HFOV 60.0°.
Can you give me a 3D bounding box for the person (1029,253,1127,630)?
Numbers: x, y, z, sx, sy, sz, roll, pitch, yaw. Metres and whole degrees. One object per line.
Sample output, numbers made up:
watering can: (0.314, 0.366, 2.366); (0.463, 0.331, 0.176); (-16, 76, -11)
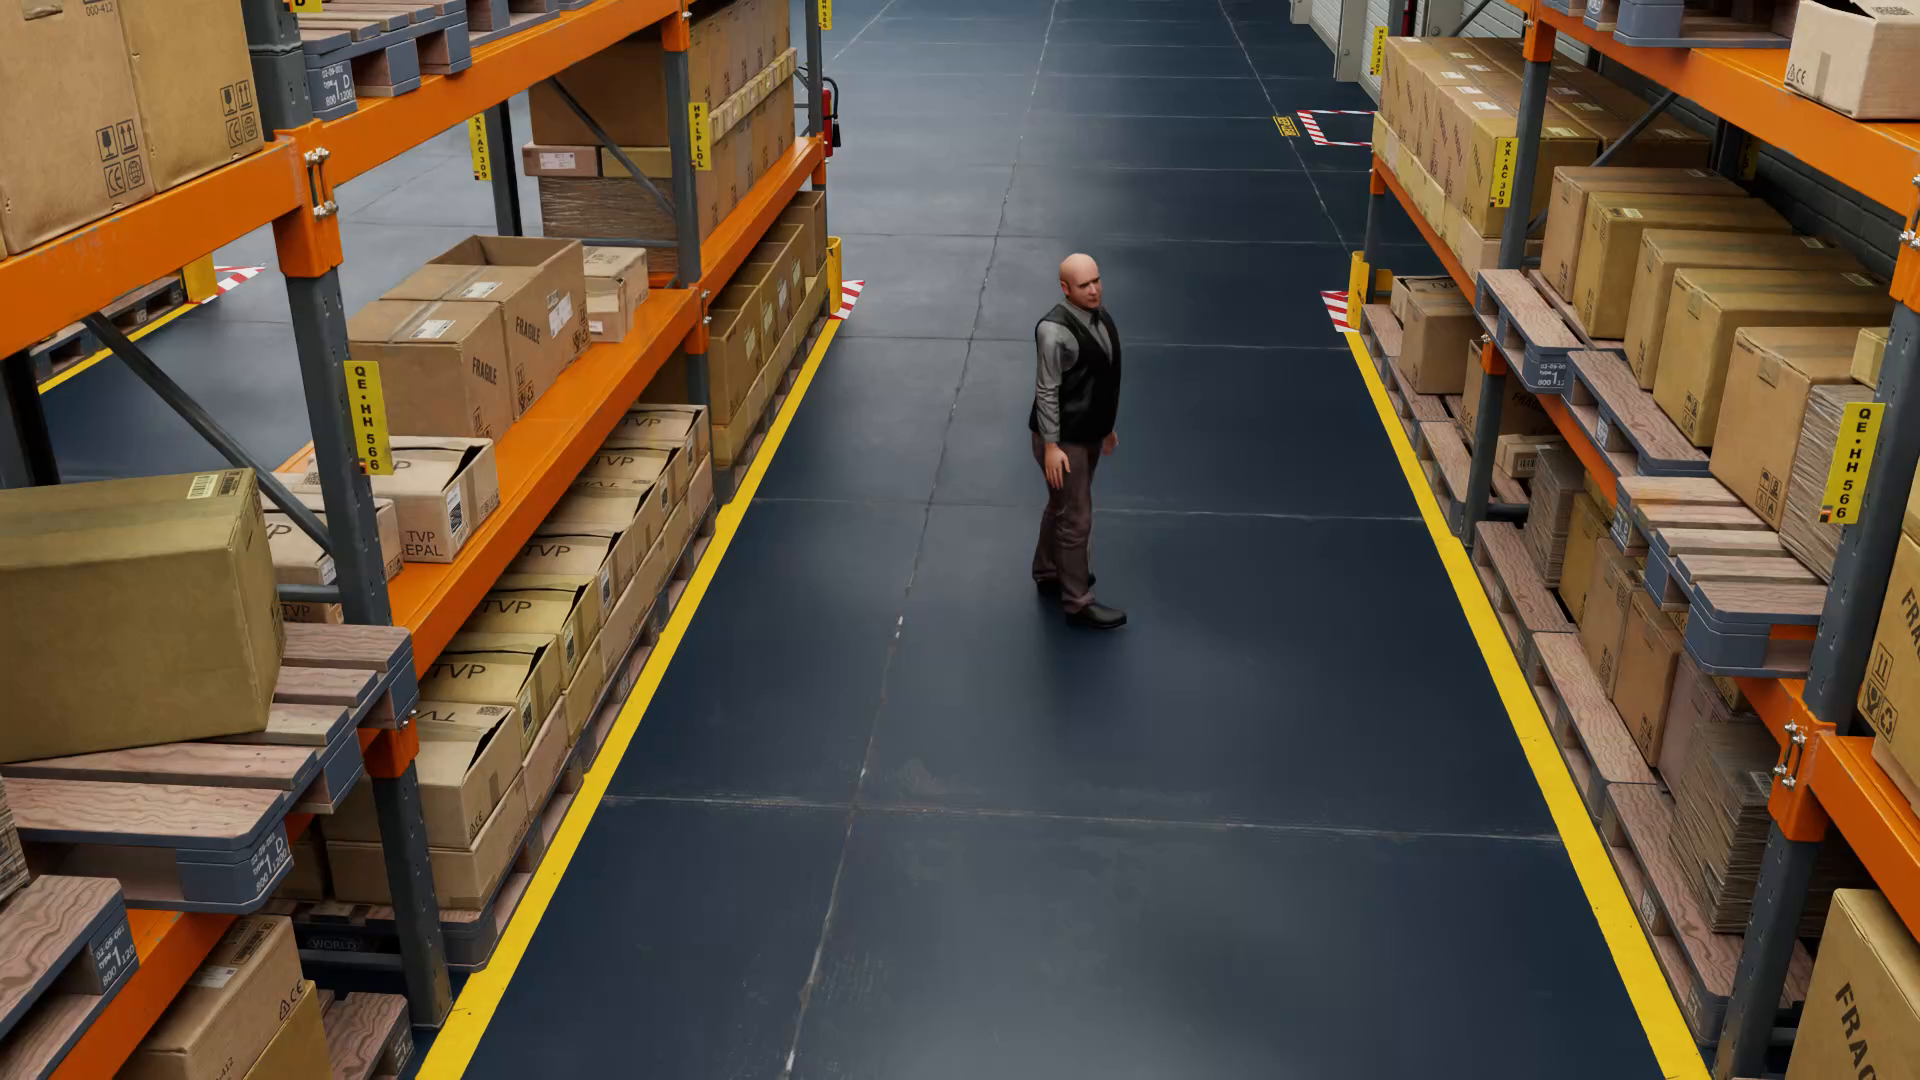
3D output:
person: (0.565, -0.455, 7.582); (0.578, 1.718, 0.625); (12, 27, 25)
